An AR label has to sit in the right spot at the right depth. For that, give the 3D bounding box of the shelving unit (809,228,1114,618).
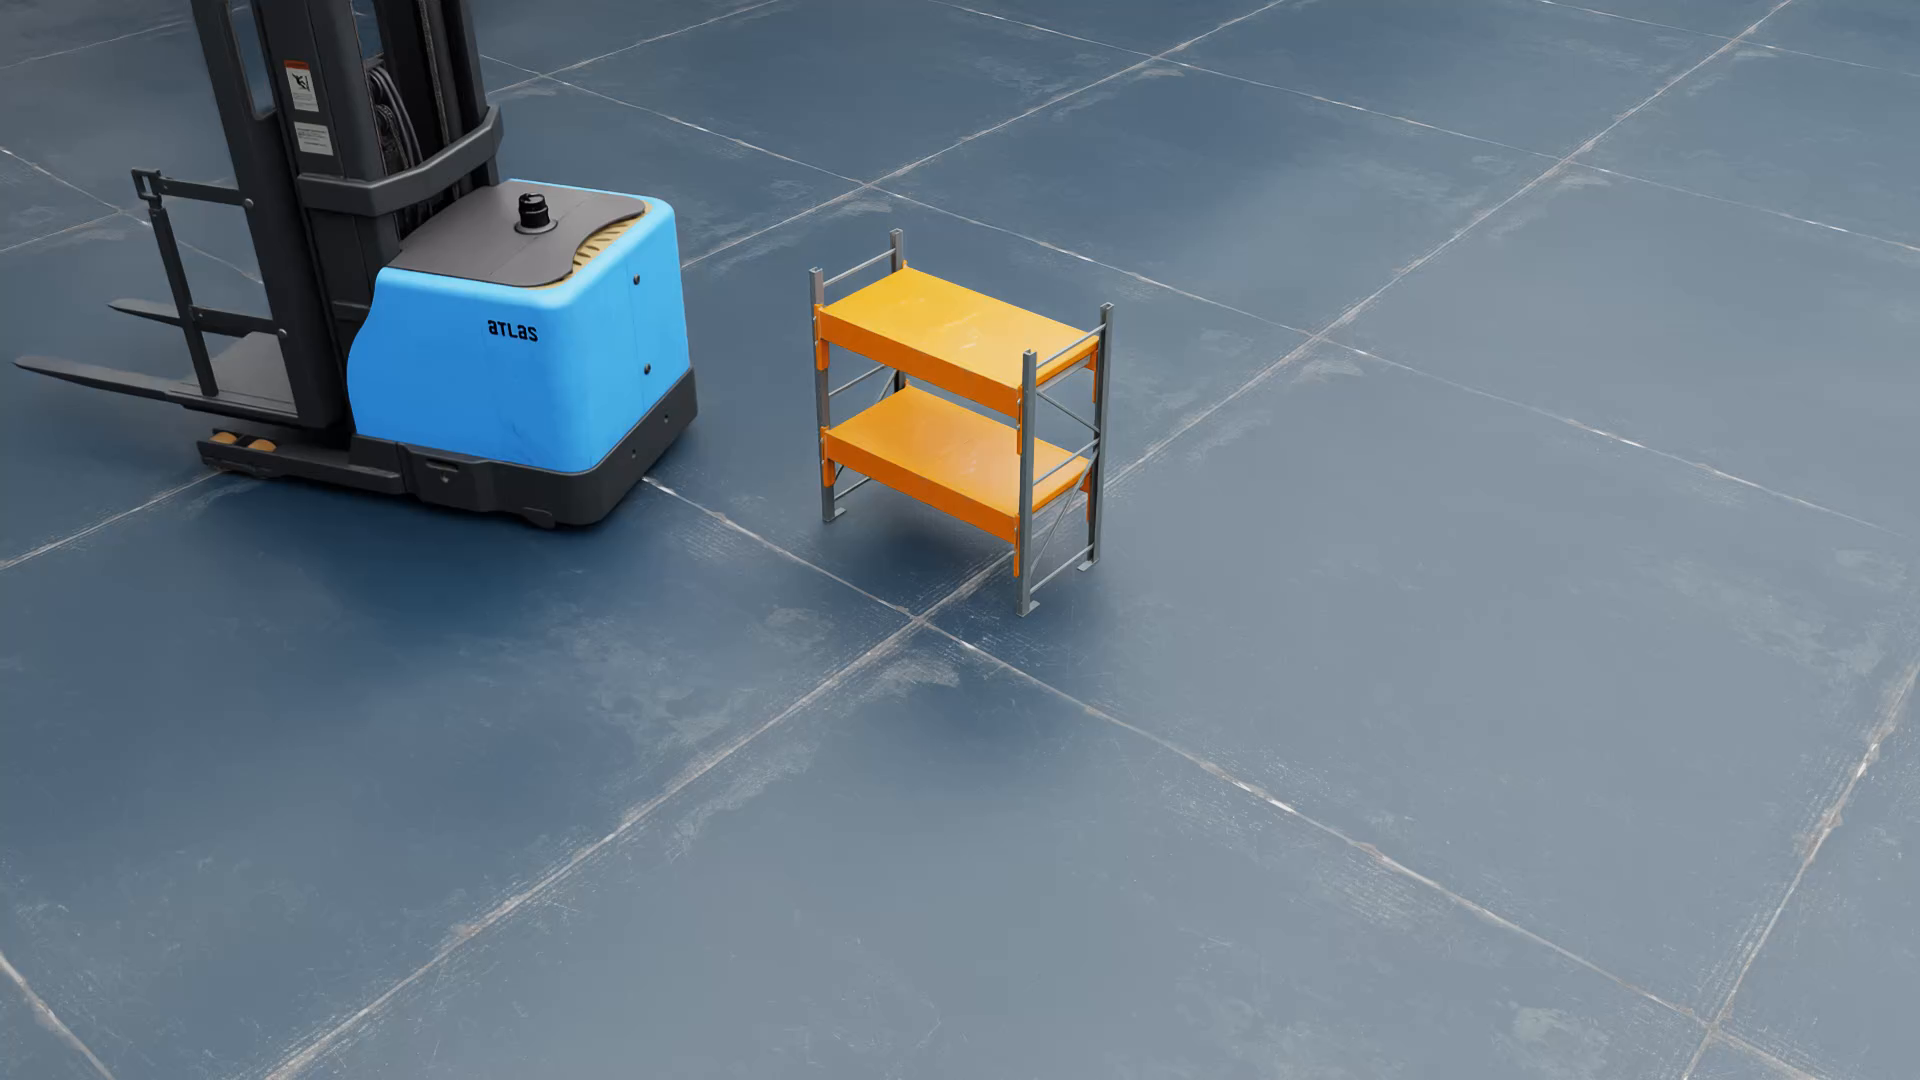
[{"bbox_3d":[-0.005,-0.466,6.435,1.048,1.125,0.538,25,42,32],"label":"shelving unit"}]

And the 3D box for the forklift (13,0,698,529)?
[{"bbox_3d":[-2.749,-1.741,6.697,3.031,2.935,1.130,10,36,15],"label":"forklift"}]

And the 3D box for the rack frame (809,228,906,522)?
[{"bbox_3d":[-0.396,-0.650,6.703,0.032,1.125,0.500,25,42,32],"label":"rack frame"}]

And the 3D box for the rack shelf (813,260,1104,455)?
[{"bbox_3d":[-0.005,-0.707,6.269,1.000,0.278,0.538,25,42,32],"label":"rack shelf"}]

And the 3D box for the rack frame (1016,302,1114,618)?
[{"bbox_3d":[0.385,-0.282,6.167,0.032,1.125,0.500,25,42,32],"label":"rack frame"}]

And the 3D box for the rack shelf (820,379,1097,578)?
[{"bbox_3d":[-0.005,-0.265,6.574,1.000,0.278,0.538,25,42,32],"label":"rack shelf"}]
